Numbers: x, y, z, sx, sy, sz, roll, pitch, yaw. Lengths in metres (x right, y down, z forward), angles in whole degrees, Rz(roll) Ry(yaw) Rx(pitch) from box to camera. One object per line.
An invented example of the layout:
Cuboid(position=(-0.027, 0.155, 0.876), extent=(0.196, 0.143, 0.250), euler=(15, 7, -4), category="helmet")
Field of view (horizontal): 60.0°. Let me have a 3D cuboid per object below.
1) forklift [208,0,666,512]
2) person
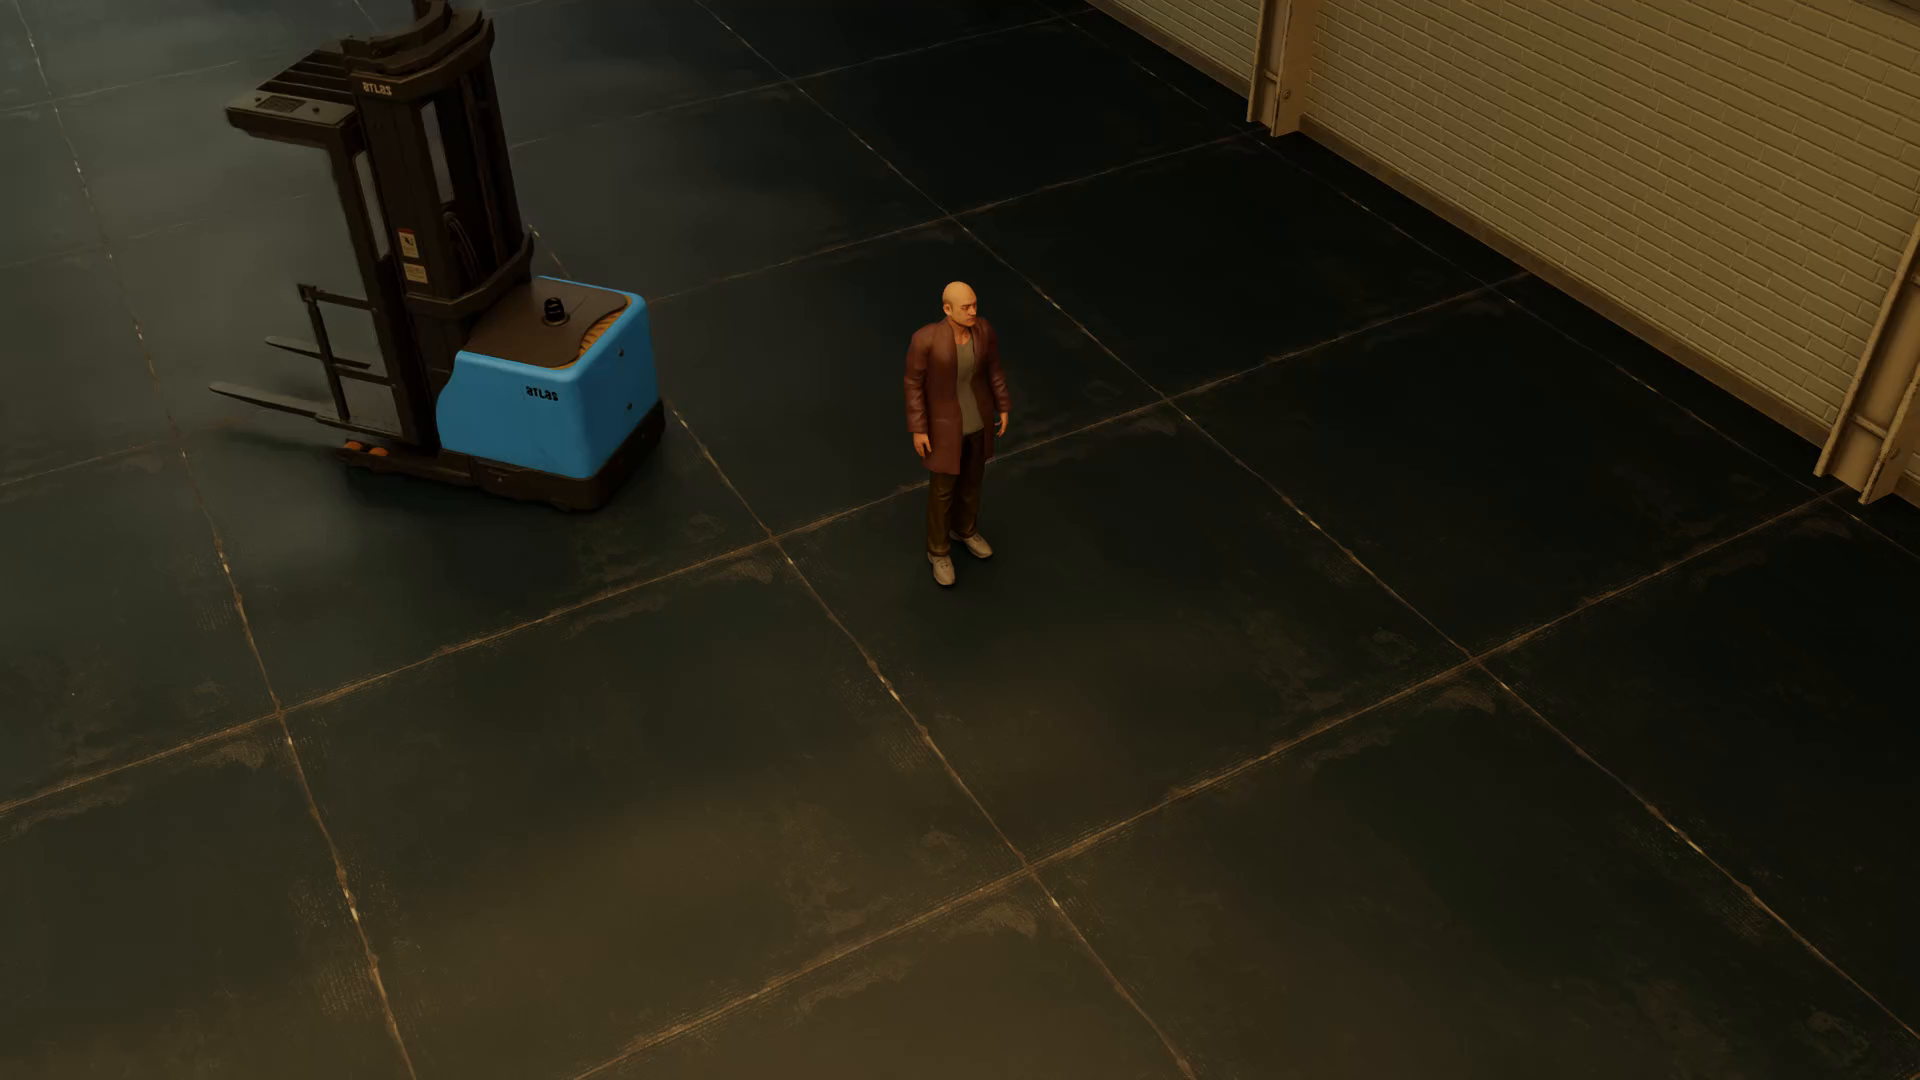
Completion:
Cuboid(position=(-3.545, -1.873, 10.295), extent=(3.031, 2.935, 1.130), euler=(12, 41, 15), category="forklift")
Cuboid(position=(0.043, -0.638, 9.697), extent=(0.696, 1.778, 0.579), euler=(-20, 44, -23), category="person")
